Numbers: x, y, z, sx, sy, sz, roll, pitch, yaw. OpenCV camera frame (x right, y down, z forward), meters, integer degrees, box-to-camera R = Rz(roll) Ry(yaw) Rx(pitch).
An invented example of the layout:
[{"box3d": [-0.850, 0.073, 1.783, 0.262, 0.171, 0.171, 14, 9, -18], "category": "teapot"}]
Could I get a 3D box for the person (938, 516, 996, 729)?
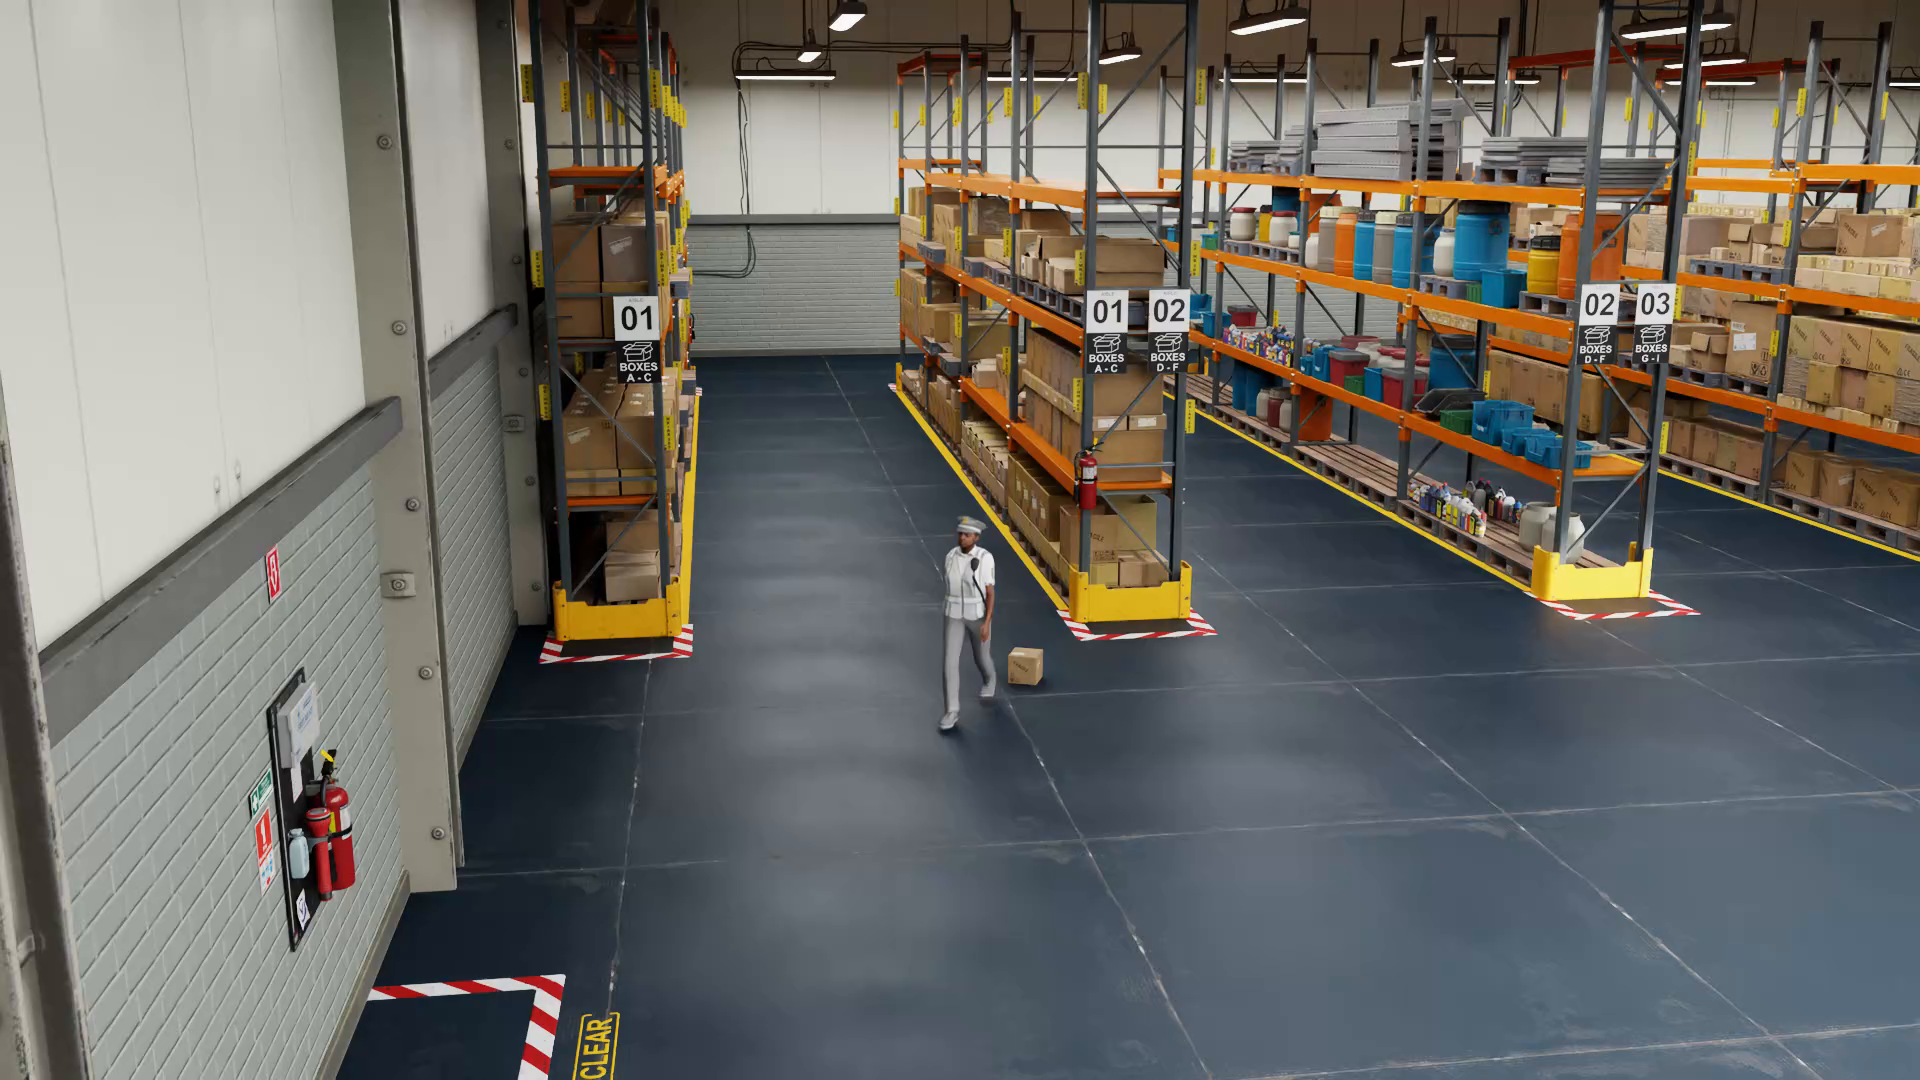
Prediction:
[{"box3d": [0.073, 0.601, 13.336, 0.441, 1.642, 0.957, 3, 14, 14], "category": "person"}]
